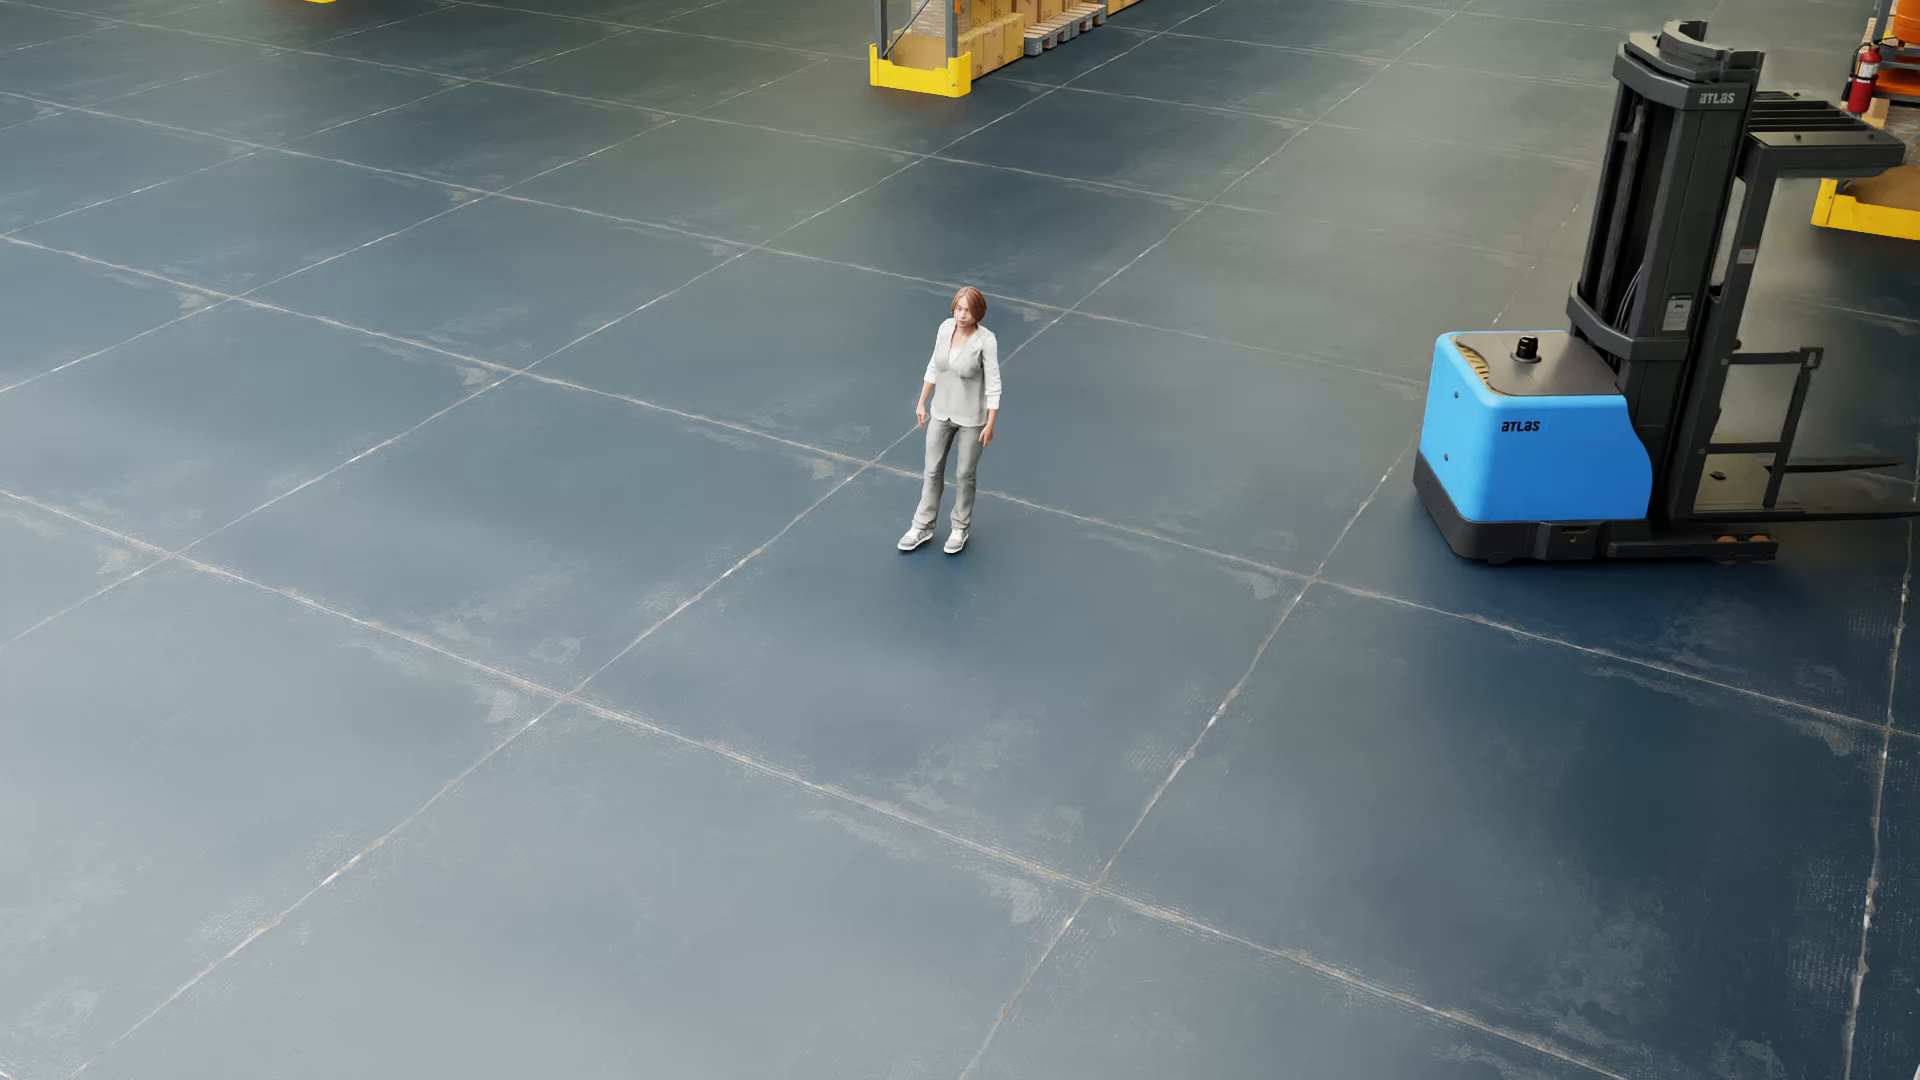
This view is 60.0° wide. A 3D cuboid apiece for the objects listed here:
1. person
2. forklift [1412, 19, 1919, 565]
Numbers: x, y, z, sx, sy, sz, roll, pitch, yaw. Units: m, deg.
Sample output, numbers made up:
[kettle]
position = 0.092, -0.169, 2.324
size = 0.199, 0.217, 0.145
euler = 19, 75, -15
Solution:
[person]
position = -0.048, -0.668, 9.549
size = 0.521, 1.599, 0.473
euler = 15, 33, 25
[forklift]
position = 4.385, -1.389, 9.477
size = 3.031, 2.935, 1.130
euler = -1, 30, -2
